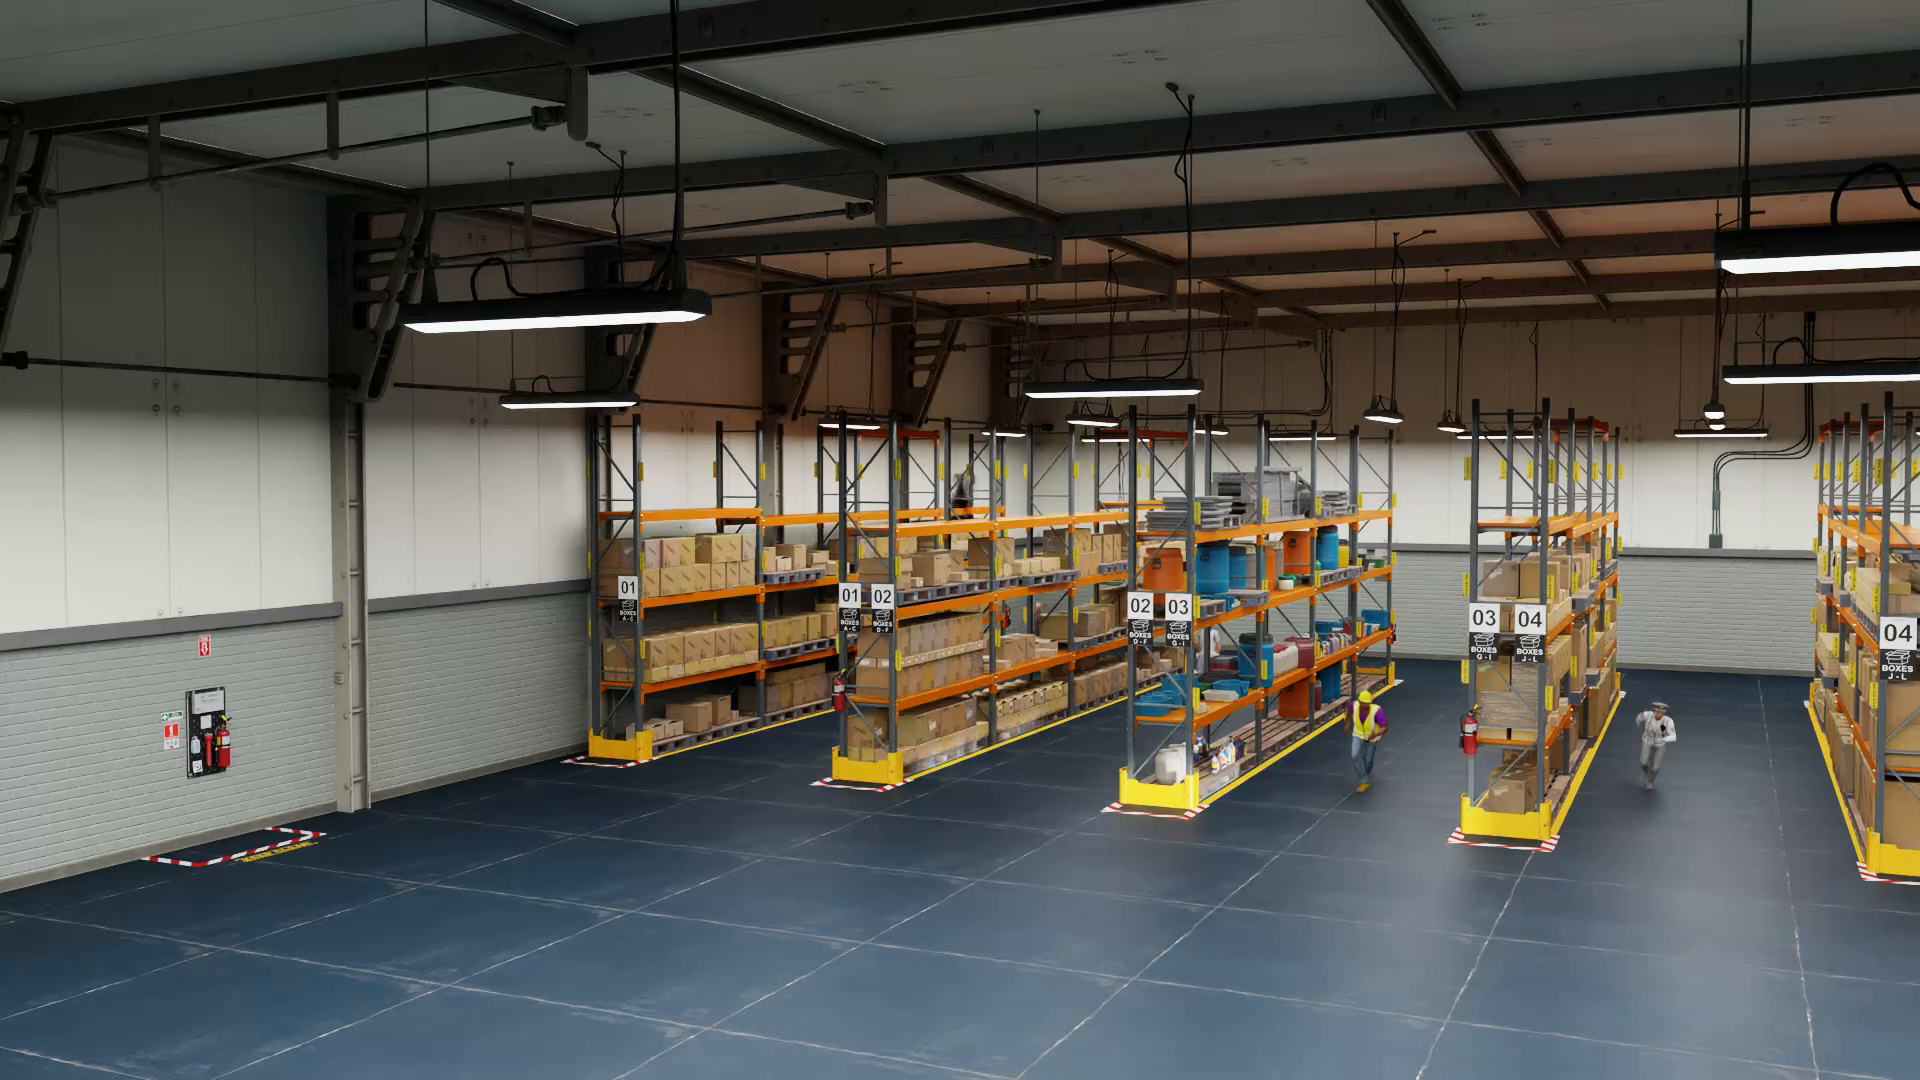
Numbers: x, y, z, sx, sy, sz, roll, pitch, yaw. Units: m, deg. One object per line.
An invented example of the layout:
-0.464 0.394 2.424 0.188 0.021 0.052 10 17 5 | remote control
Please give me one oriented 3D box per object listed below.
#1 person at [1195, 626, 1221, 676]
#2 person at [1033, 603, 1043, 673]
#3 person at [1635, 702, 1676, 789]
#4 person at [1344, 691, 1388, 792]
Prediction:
5.568 2.591 37.188 0.730 1.752 0.681 2 3 35 | person
1.949 2.433 41.245 0.700 1.756 0.603 2 3 37 | person
10.818 3.207 25.875 0.600 1.432 0.959 1 3 24 | person
6.384 3.108 26.110 0.728 1.590 1.082 1 3 23 | person
